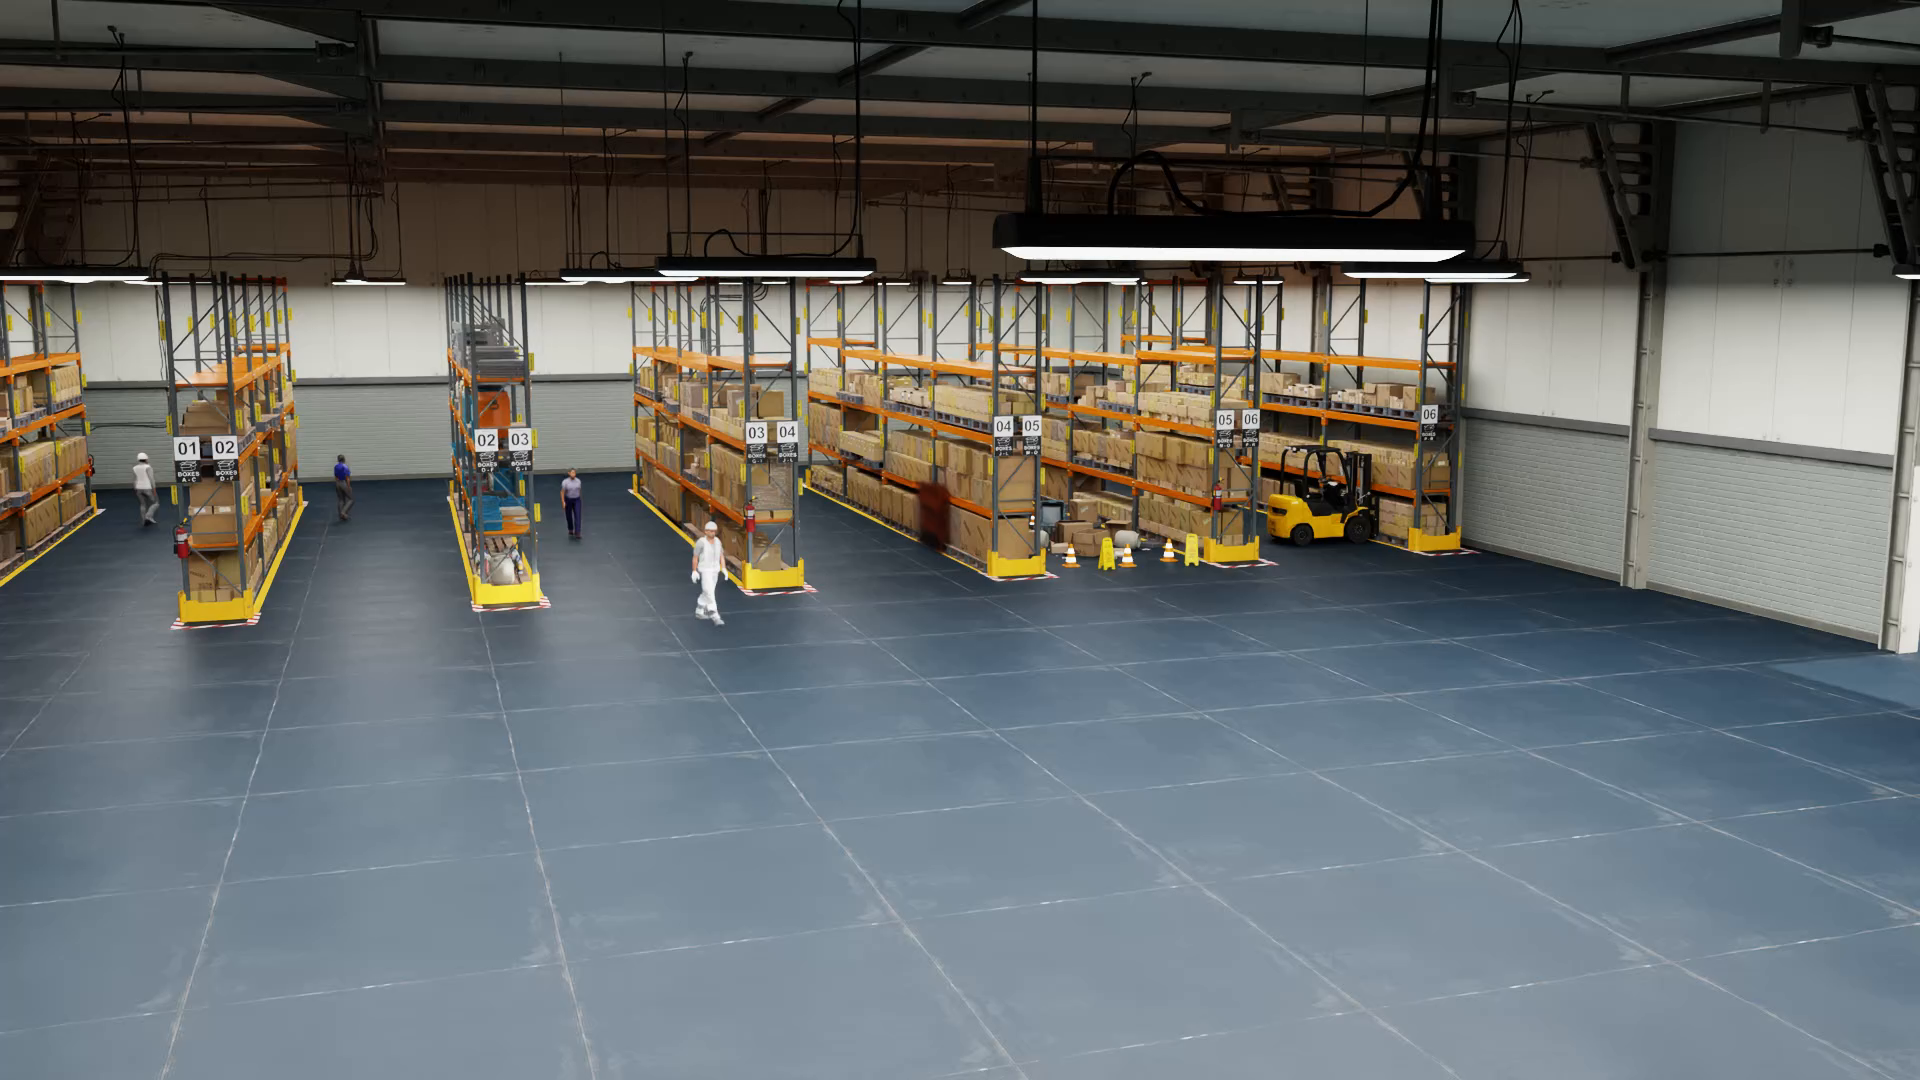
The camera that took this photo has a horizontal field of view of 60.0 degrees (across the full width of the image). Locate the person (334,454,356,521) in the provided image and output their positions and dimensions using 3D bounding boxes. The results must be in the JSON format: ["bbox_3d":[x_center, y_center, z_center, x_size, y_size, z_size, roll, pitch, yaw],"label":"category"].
[{"bbox_3d":[-15.300,-1.299,41.185,0.492,1.659,0.459,4,10,26],"label":"person"}]

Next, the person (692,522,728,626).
[{"bbox_3d":[-4.257,0.547,28.510,0.995,1.729,0.561,7,11,38],"label":"person"}]

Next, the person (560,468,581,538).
[{"bbox_3d":[-8.983,-0.868,38.401,0.462,1.593,1.001,-2,9,-13],"label":"person"}]

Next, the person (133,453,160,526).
[{"bbox_3d":[-19.777,-1.224,40.322,0.567,1.774,0.479,2,9,11],"label":"person"}]

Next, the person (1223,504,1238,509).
[{"bbox_3d":[6.509,-1.023,39.579,0.440,1.616,0.362,-7,11,-41],"label":"person"}]
